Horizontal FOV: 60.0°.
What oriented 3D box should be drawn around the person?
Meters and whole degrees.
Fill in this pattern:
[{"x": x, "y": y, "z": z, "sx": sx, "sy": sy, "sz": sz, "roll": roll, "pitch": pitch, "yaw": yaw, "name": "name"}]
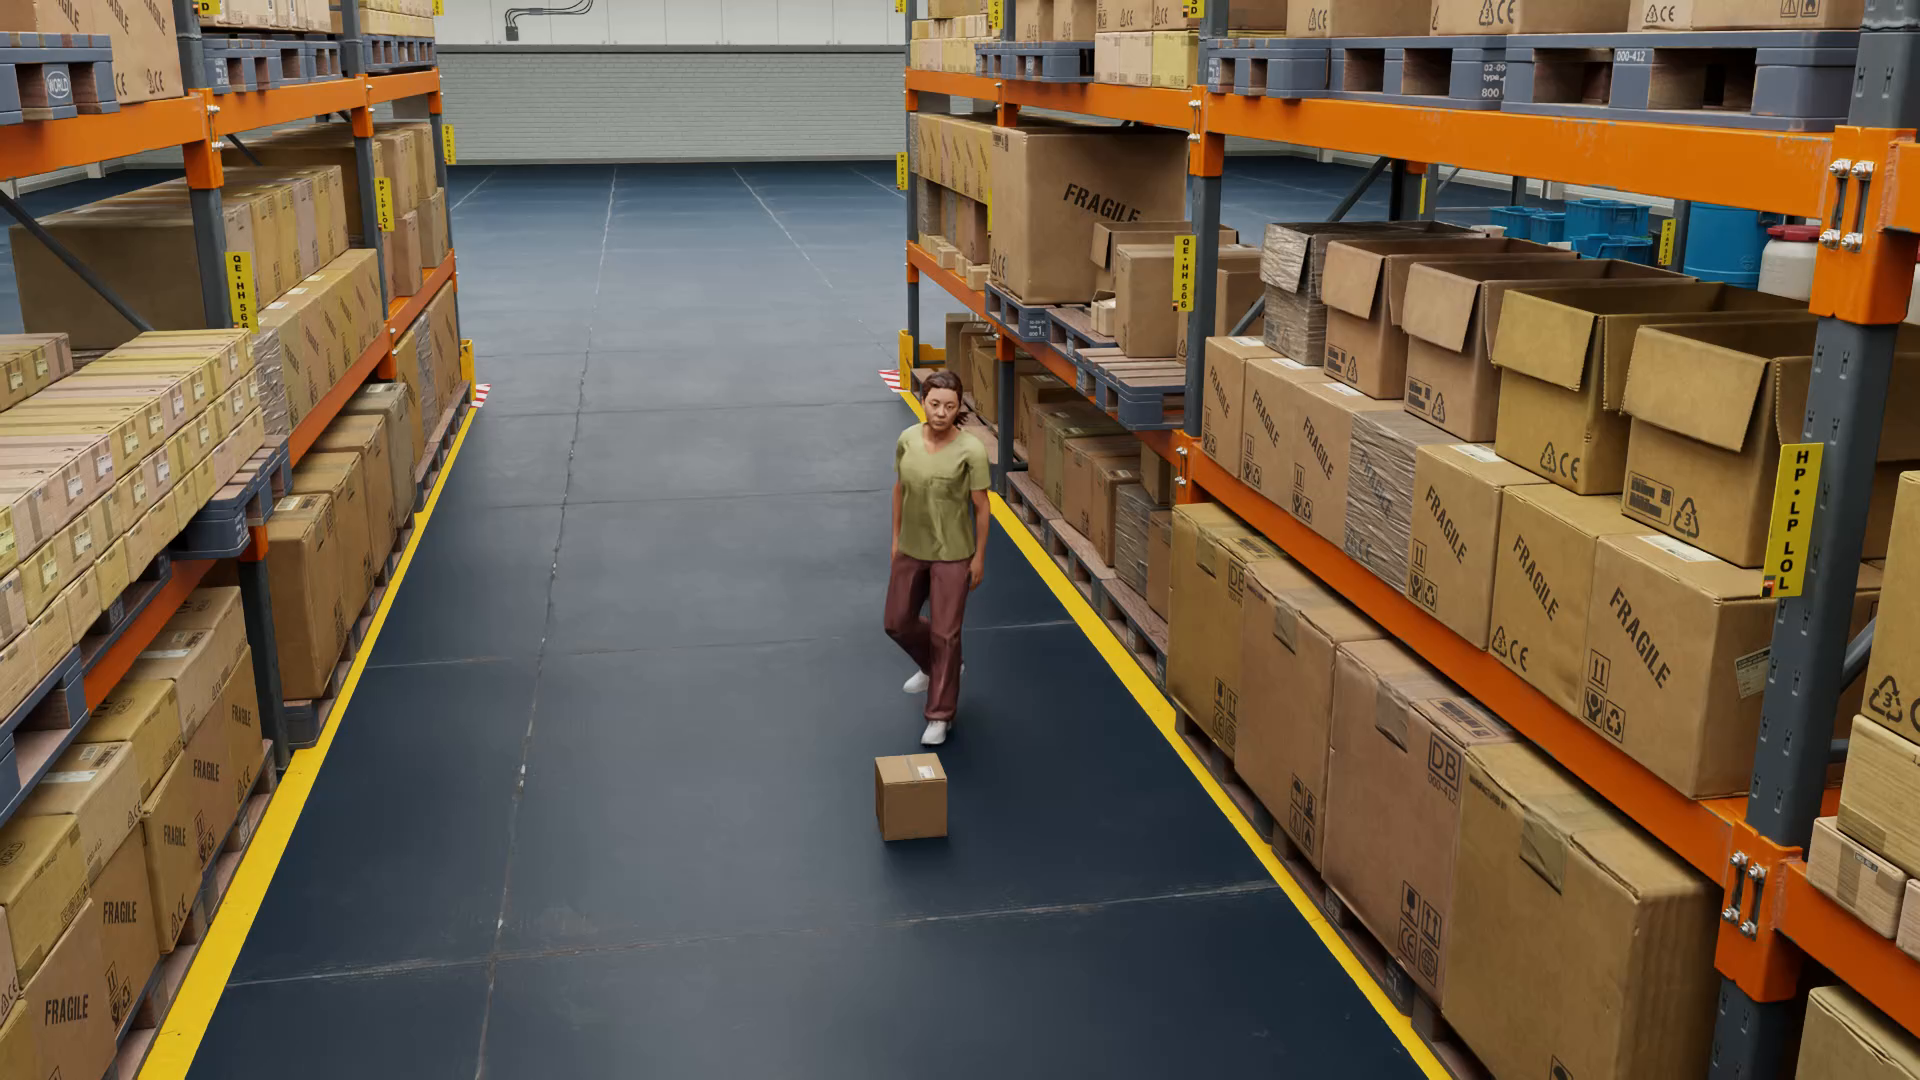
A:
[{"x": -0.076, "y": 0.044, "z": 7.385, "sx": 0.504, "sy": 1.669, "sz": 0.581, "roll": 8, "pitch": 18, "yaw": 25, "name": "person"}]
